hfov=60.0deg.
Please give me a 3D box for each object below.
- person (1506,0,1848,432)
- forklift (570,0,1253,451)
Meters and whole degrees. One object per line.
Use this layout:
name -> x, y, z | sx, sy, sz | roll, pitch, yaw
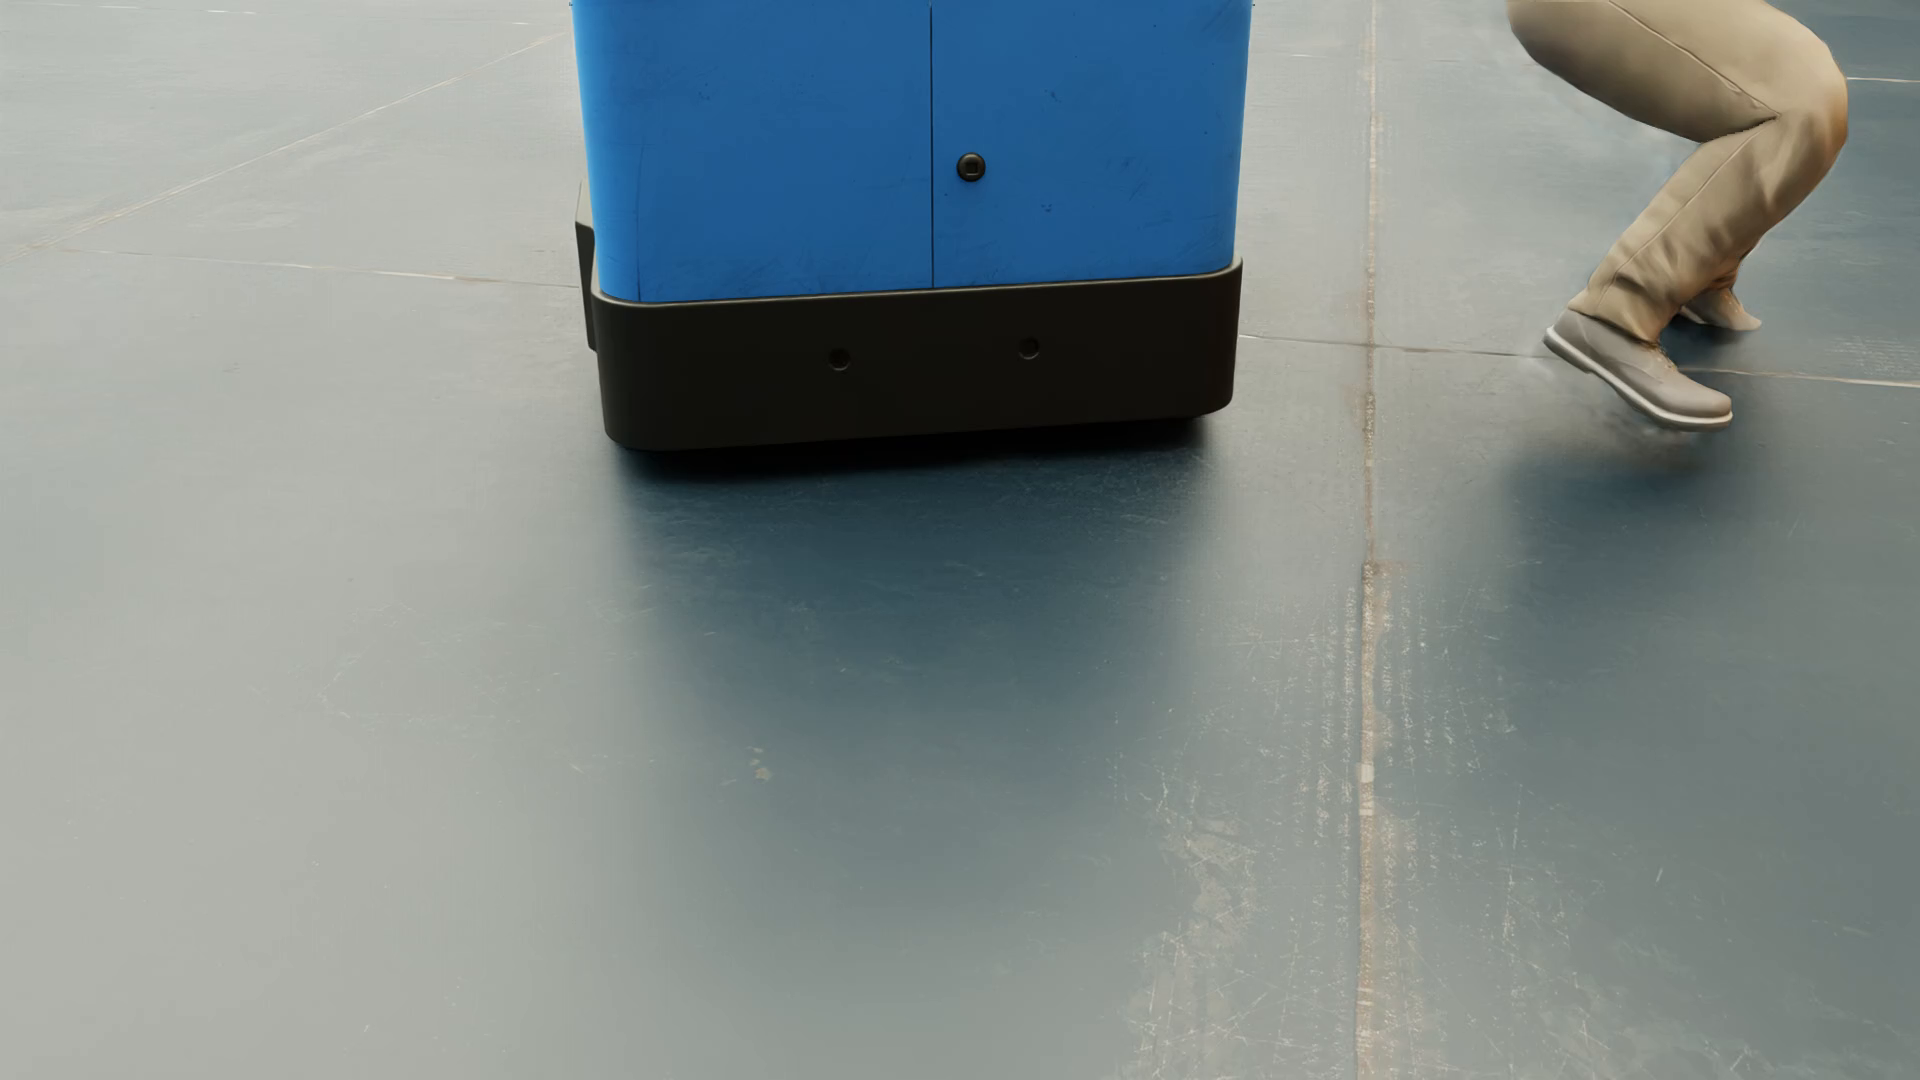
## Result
person -> 1.363, -0.923, 2.780 | 0.773, 1.523, 0.909 | 20, 33, 34
forklift -> -0.288, -2.087, 3.384 | 1.130, 2.935, 3.031 | -4, 27, -8
